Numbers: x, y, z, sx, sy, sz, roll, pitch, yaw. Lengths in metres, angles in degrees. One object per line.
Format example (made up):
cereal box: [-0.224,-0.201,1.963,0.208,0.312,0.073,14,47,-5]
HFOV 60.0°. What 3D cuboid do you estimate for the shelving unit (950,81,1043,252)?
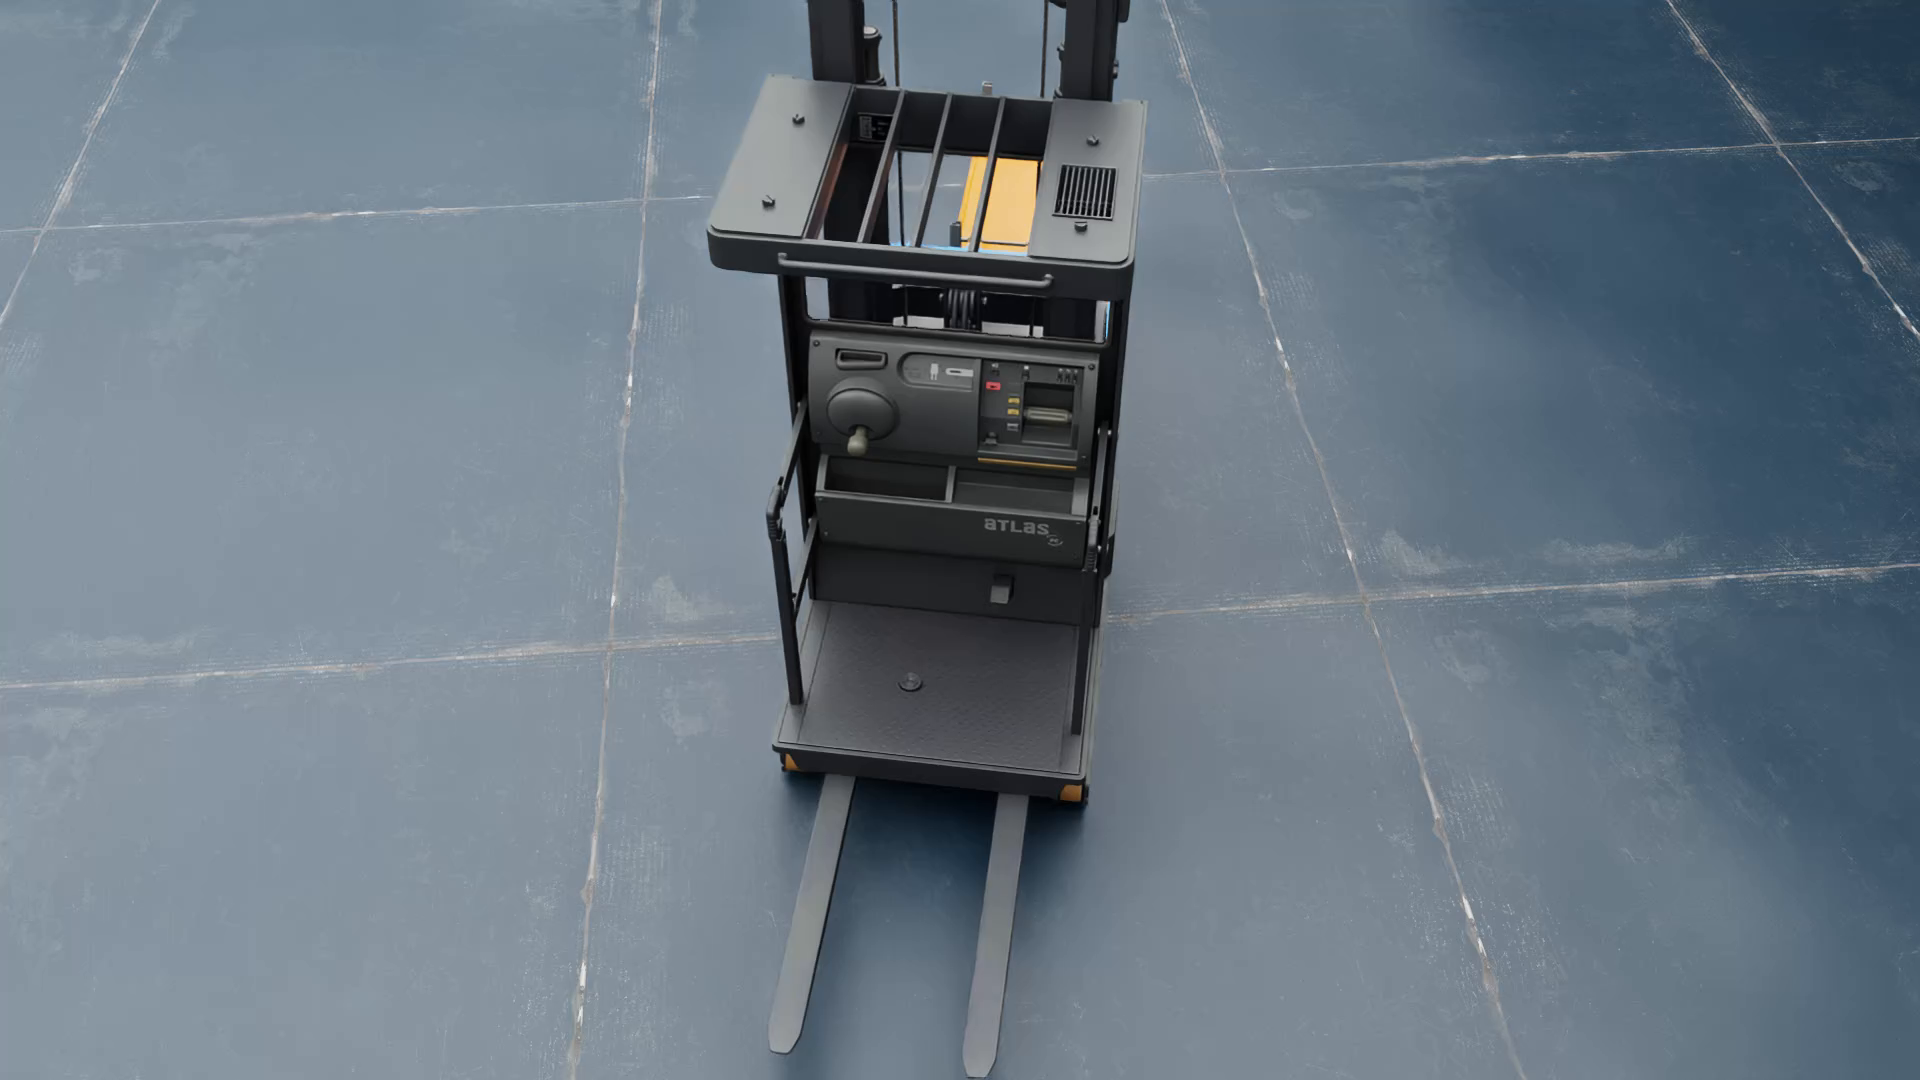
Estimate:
shelving unit: [0.278,-1.205,7.253,0.538,1.125,1.048,6,47,5]

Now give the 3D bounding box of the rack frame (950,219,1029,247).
rack frame: [0.211,-0.839,6.906,0.500,1.125,0.032,6,47,5]

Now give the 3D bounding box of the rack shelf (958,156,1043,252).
rack shelf: [0.278,-1.406,7.040,0.538,0.278,1.000,6,47,5]

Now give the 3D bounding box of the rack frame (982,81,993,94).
rack frame: [0.345,-1.570,7.599,0.500,1.125,0.032,6,47,5]

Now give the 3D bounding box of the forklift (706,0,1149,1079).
forklift: [-0.052,-0.344,5.194,1.130,2.935,3.031,6,47,5]
